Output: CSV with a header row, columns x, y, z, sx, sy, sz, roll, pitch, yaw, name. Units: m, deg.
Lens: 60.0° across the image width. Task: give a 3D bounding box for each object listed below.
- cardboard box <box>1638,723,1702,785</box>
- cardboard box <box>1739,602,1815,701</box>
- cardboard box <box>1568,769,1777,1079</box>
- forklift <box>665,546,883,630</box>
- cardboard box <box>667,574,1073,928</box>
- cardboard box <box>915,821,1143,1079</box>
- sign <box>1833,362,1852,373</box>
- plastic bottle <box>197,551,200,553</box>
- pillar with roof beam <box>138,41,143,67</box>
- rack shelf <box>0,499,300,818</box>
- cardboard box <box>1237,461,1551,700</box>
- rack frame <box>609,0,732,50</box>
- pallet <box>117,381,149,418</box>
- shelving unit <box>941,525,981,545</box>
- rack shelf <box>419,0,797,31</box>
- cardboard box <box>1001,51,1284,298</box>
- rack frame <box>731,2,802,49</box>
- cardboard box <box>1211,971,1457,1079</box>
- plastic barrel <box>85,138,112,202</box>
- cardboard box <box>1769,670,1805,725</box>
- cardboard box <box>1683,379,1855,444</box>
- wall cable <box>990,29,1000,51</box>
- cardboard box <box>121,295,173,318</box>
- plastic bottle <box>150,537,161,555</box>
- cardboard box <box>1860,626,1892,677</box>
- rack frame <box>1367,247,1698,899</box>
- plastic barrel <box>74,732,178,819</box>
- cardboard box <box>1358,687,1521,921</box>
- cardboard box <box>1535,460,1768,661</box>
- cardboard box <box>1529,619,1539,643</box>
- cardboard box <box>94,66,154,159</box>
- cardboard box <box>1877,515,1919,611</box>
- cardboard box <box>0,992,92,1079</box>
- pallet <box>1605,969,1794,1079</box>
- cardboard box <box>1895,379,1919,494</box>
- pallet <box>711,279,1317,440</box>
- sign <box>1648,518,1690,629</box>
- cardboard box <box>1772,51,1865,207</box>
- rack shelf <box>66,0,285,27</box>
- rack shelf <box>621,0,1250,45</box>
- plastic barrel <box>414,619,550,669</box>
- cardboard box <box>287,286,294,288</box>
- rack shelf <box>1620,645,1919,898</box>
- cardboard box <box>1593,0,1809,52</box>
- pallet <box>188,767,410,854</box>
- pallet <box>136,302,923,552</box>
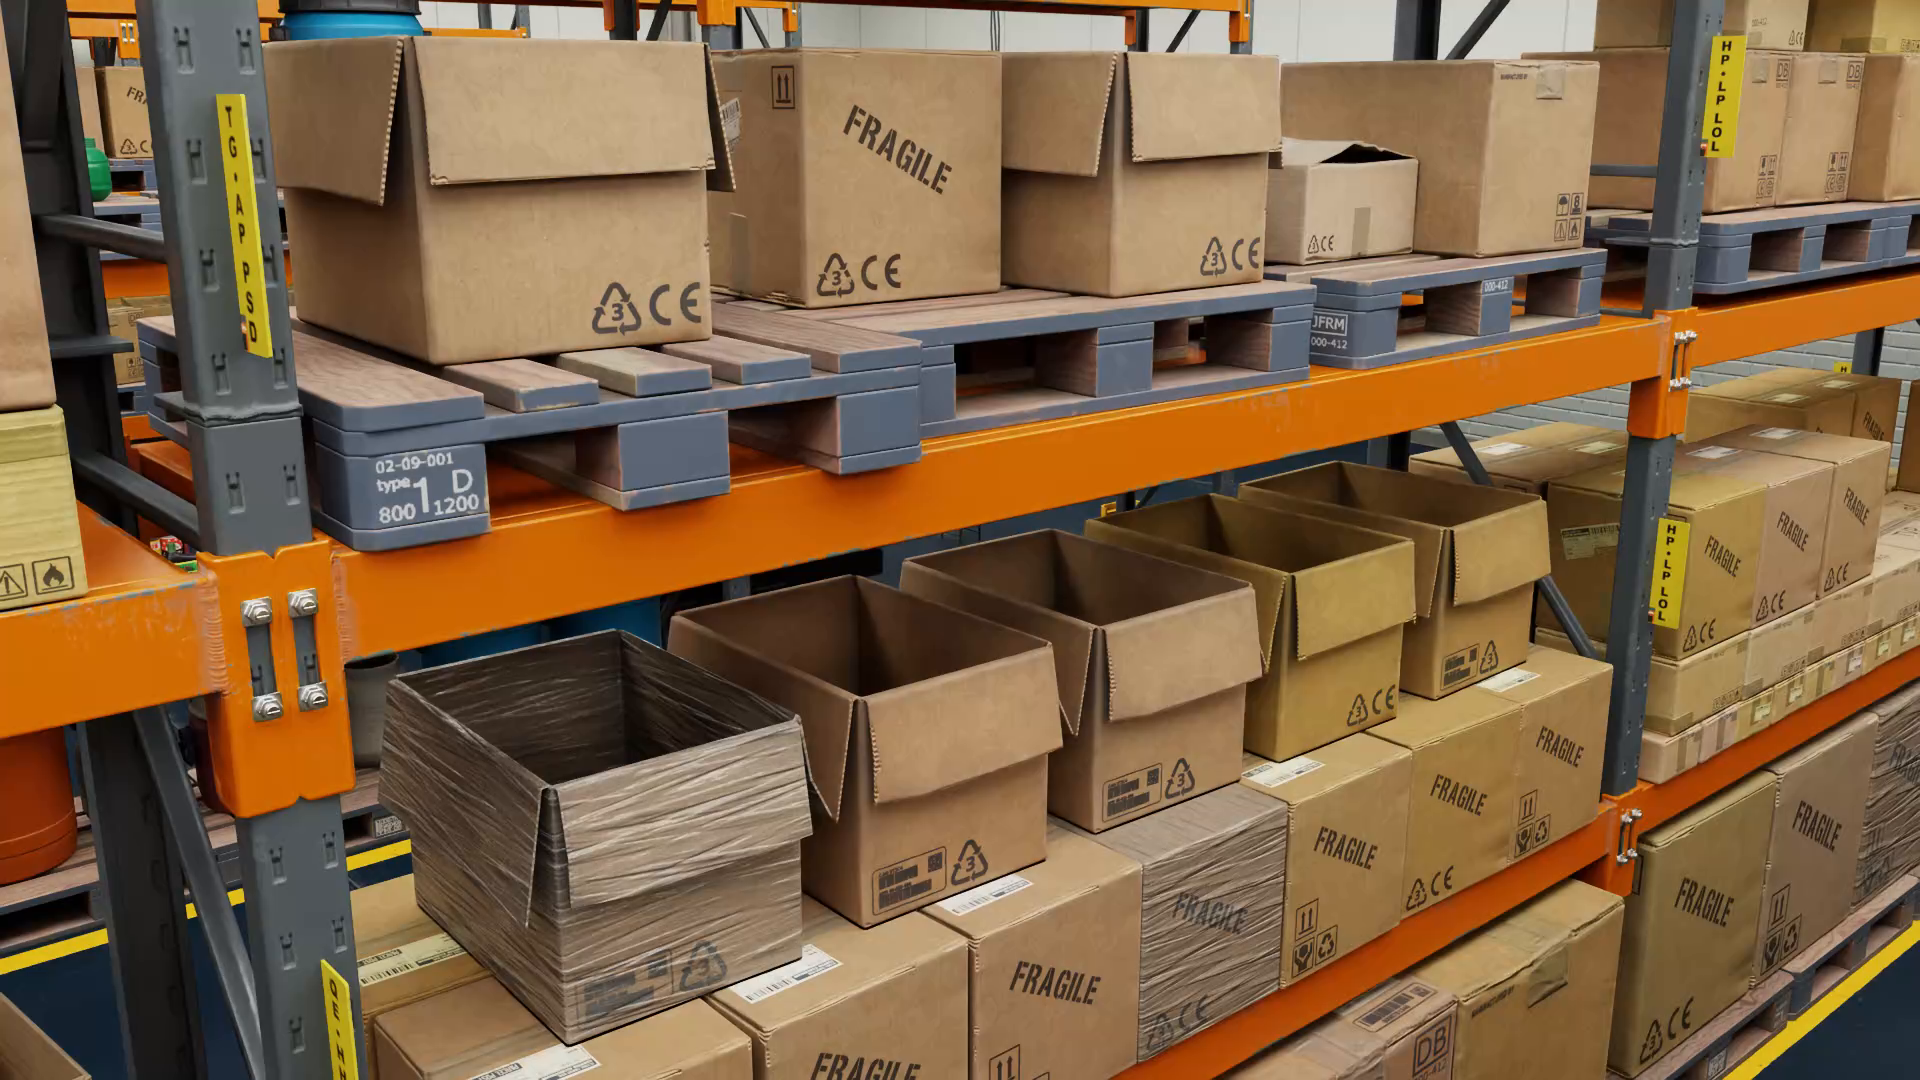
x,y,z,sx,sy,sz,roll,pitch,yaw,name
2.194,0.653,5.479,0.250,0.149,0.380,-13,19,-39,cardboard box
2.657,0.334,5.901,0.500,0.250,0.500,-13,20,-40,cardboard box
2.303,1.245,6.081,0.875,0.875,0.875,-13,19,-39,cardboard box
-2.027,-0.970,11.202,3.031,2.935,1.130,-12,19,-37,forklift
-0.210,0.431,3.685,0.637,0.503,0.797,-12,19,-38,cardboard box
0.052,0.942,3.718,0.500,0.500,0.500,-13,20,-40,cardboard box
4.410,-0.726,8.324,0.005,0.325,0.100,-13,19,-39,sign
-3.249,0.128,7.208,0.097,0.271,0.097,0,15,0,plastic bottle
-5.216,-4.723,13.494,0.400,9.000,9.100,-13,19,-39,pillar with roof beam
-2.774,0.432,1.402,4.000,0.370,1.077,-13,19,-39,rack shelf
1.276,0.094,4.948,0.637,0.503,0.797,-13,20,-41,cardboard box
-1.499,-3.345,8.337,0.127,3.000,1.000,-13,19,-39,rack frame
-6.301,-0.972,11.448,1.213,0.211,1.003,-13,19,-39,pallet
0.006,-0.436,13.139,0.210,0.900,0.258,-13,20,-39,shelving unit
-3.239,-4.300,13.311,4.000,0.370,1.077,-13,19,-39,rack shelf
0.262,-0.857,3.821,0.637,0.503,0.797,-13,20,-40,cardboard box
-1.730,-4.988,14.486,0.127,3.000,1.000,-13,19,-39,rack frame
0.609,1.605,4.733,0.875,0.875,1.225,-14,20,-41,cardboard box
-3.566,-1.481,6.657,0.294,0.245,0.294,0,15,0,plastic barrel
2.787,0.519,5.981,0.250,0.149,0.380,-13,20,-41,cardboard box
3.466,-0.392,7.164,0.500,0.500,0.500,-13,20,-41,cardboard box
-0.484,-5.340,21.821,0.112,2.526,3.097,-13,19,-39,wall cable
-5.729,-1.498,12.037,0.500,0.500,0.700,-9,17,-31,cardboard box
-3.778,0.021,7.744,0.097,0.201,0.097,0,15,0,plastic bottle
3.369,0.389,6.468,0.250,0.149,0.380,-13,20,-41,cardboard box
1.752,0.517,5.501,0.127,3.000,1.000,-13,19,-39,rack frame
-3.791,1.030,7.587,0.421,0.512,0.421,0,15,0,plastic barrel
1.201,0.684,4.684,0.500,0.500,0.500,-12,19,-38,cardboard box
2.281,0.052,5.503,0.500,0.500,0.500,-13,19,-39,cardboard box
1.913,0.320,5.953,0.500,0.250,0.500,-13,20,-40,cardboard box
-5.665,-2.972,11.550,0.600,0.600,0.600,-13,20,-40,cardboard box
3.812,0.074,6.874,0.500,0.250,0.500,-14,20,-41,cardboard box
-1.646,1.043,2.526,0.500,0.500,0.500,13,20,40,cardboard box
2.377,1.751,6.286,1.213,0.211,1.003,-13,19,-39,pallet
4.575,-0.460,7.422,0.500,0.500,0.500,-12,19,-39,cardboard box
0.027,-0.473,3.760,1.213,0.211,1.003,-12,19,-37,pallet
2.116,0.100,4.973,0.005,0.325,0.100,-13,19,-39,sign
2.712,-1.466,5.912,0.500,0.500,0.700,-11,19,-37,cardboard box
-6.257,-3.431,10.825,4.000,0.370,1.077,-13,19,-39,rack shelf
0.010,-3.143,9.750,4.000,0.370,1.077,-13,19,-39,rack shelf
-2.455,0.573,8.546,0.708,0.901,0.600,-13,19,-39,plastic barrel
-7.028,-2.732,17.084,0.700,0.700,0.980,-13,20,-41,cardboard box
3.261,0.526,6.862,4.000,0.370,1.077,-13,19,-39,rack shelf
2.466,-1.752,5.529,0.500,0.250,0.500,-14,21,-43,cardboard box
-3.029,1.231,8.234,1.213,0.211,1.003,-13,19,-39,pallet
-0.814,-0.283,3.049,1.003,0.211,1.213,-12,19,-37,pallet
